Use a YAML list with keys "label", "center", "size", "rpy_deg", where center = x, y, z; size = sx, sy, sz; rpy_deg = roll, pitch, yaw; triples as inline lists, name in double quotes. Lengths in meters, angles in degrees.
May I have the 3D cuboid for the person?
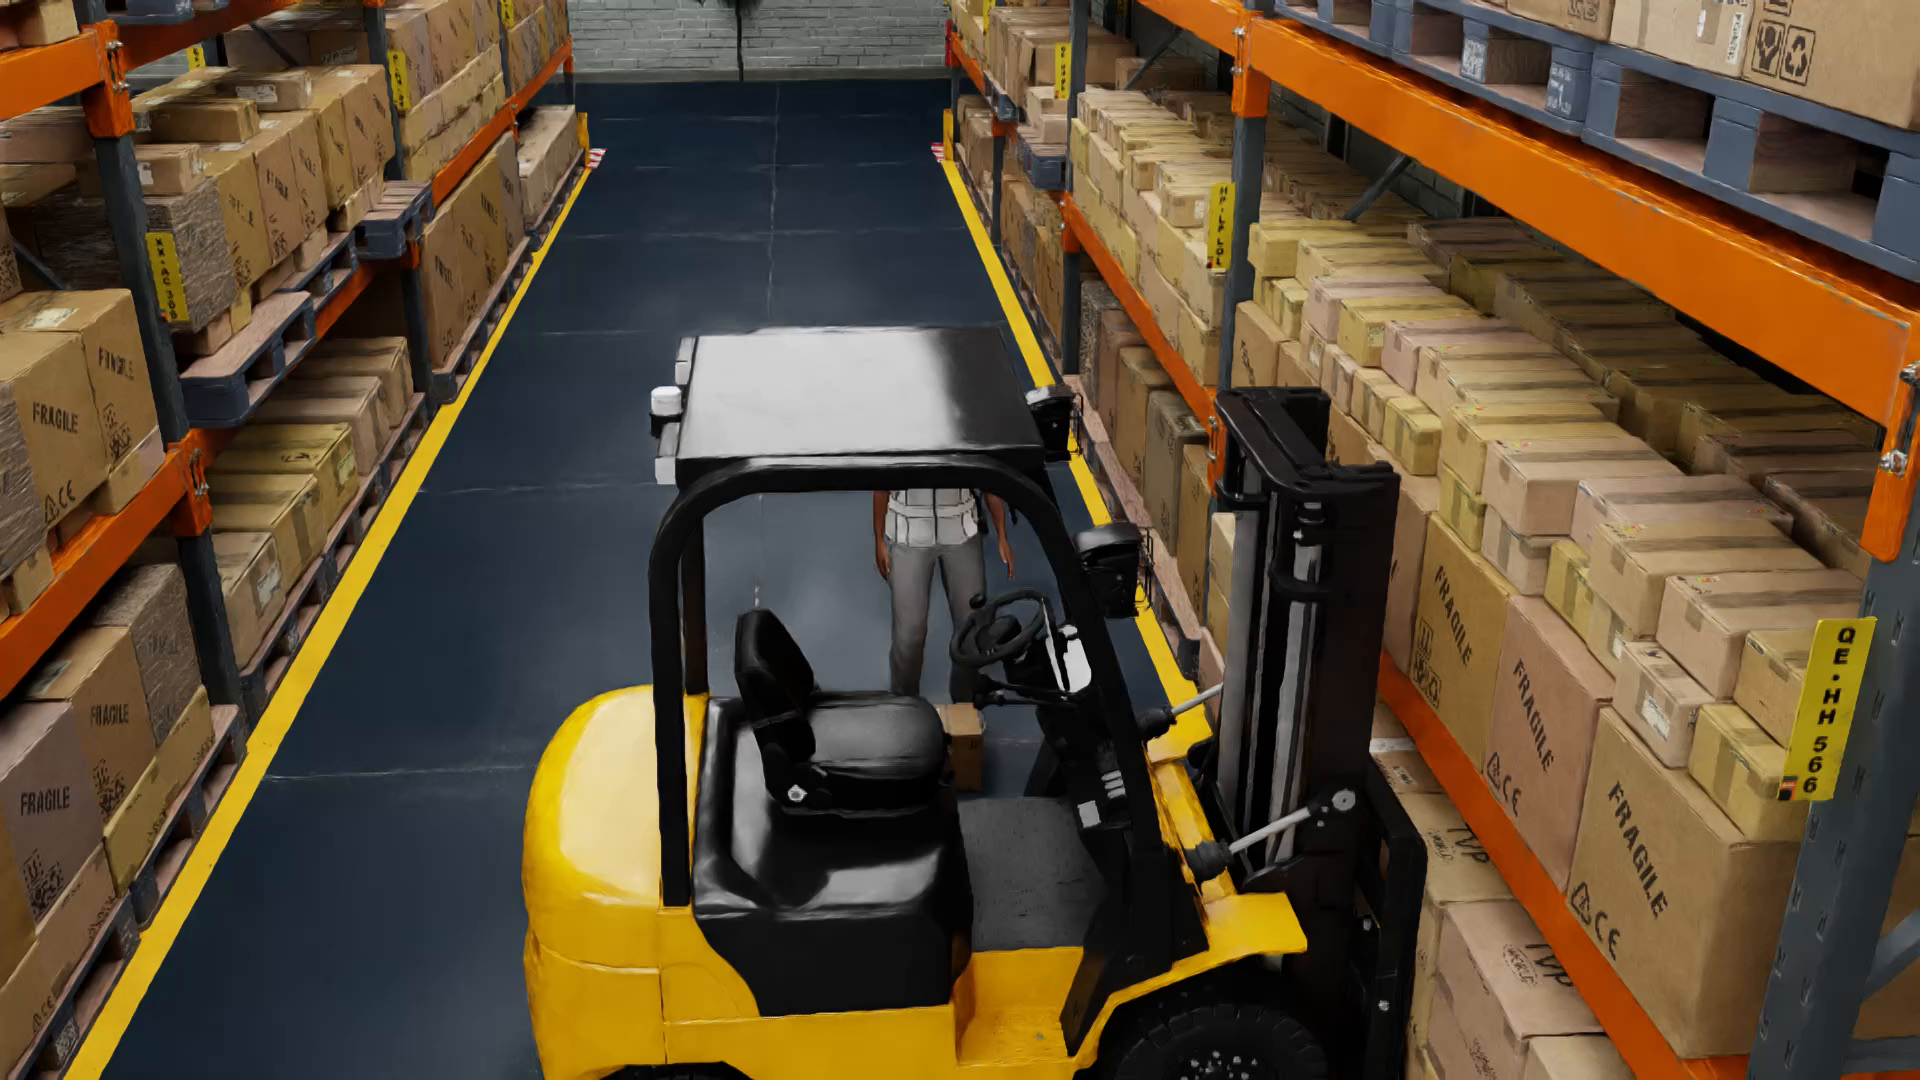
- label: "person"
  center: [-0.062, 0.028, 6.563]
  size: [0.552, 1.670, 0.501]
  rpy_deg: [-2, 24, -4]
